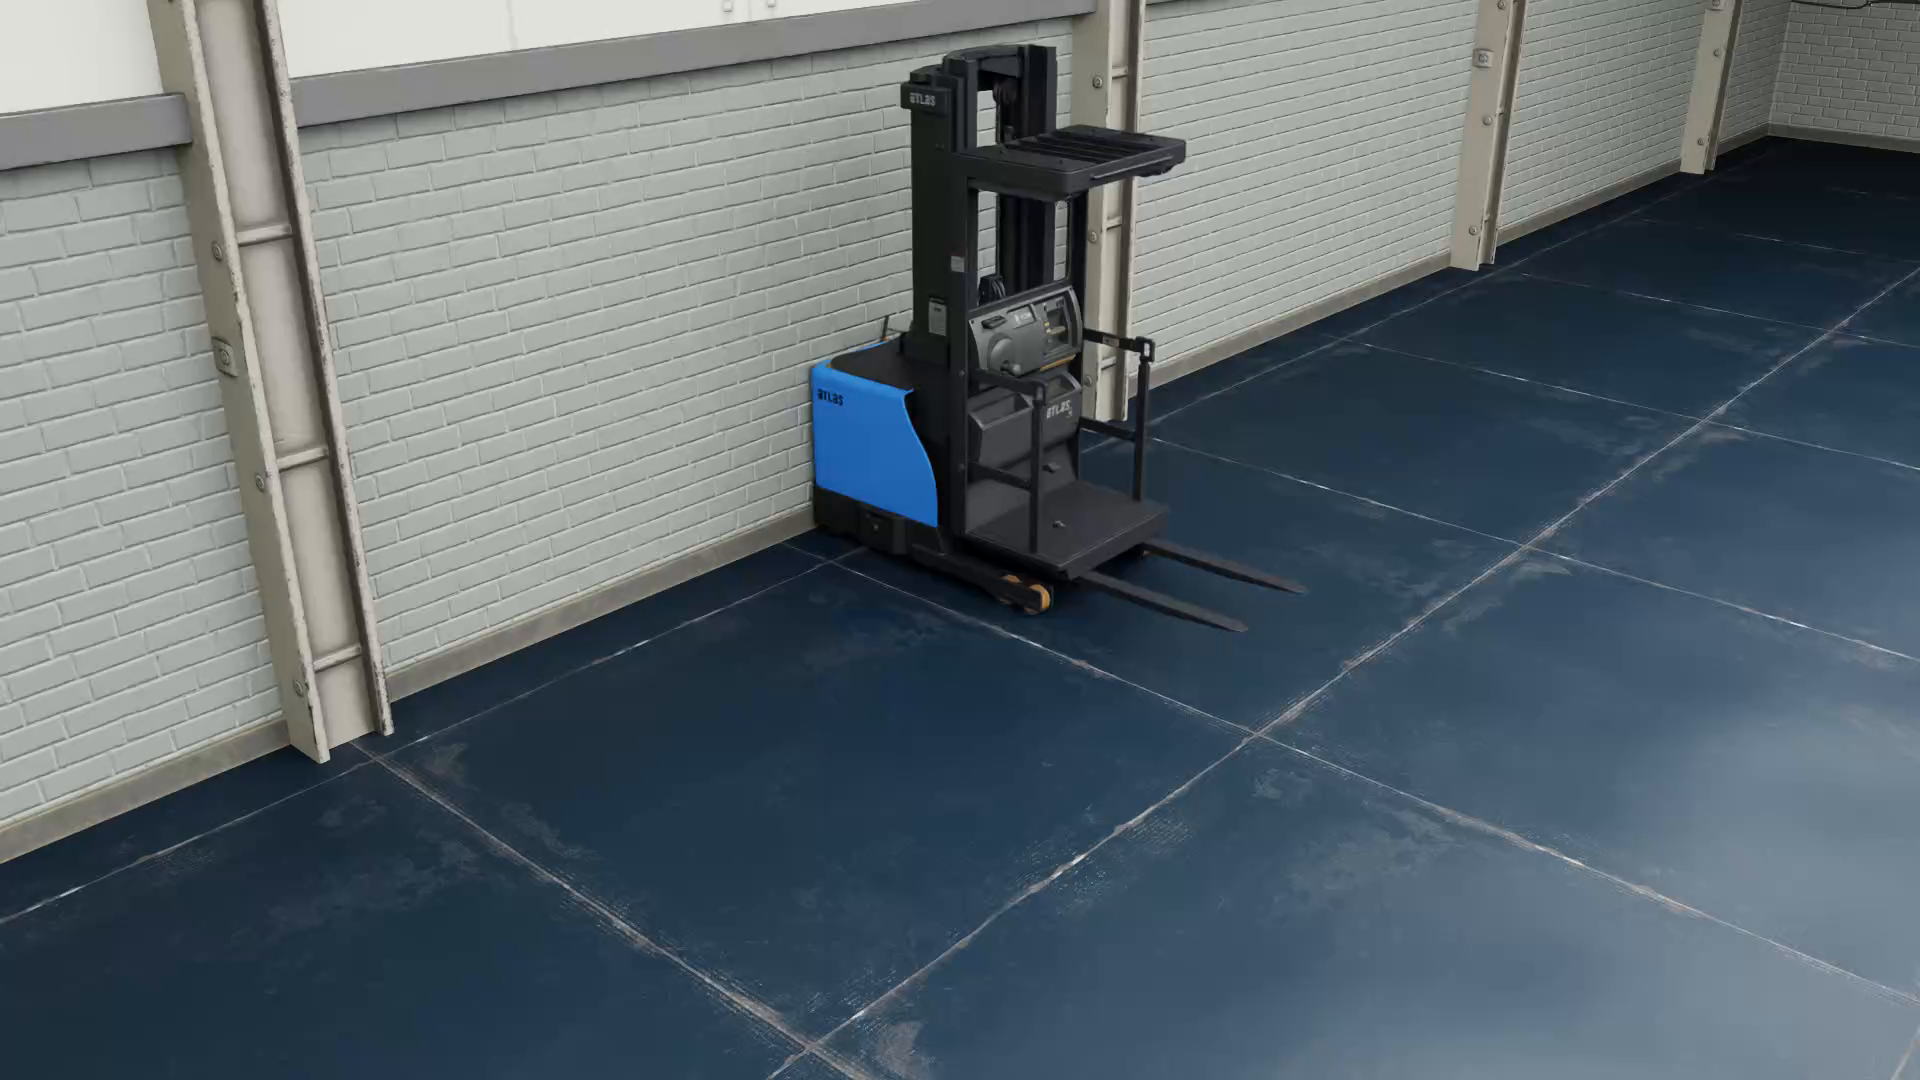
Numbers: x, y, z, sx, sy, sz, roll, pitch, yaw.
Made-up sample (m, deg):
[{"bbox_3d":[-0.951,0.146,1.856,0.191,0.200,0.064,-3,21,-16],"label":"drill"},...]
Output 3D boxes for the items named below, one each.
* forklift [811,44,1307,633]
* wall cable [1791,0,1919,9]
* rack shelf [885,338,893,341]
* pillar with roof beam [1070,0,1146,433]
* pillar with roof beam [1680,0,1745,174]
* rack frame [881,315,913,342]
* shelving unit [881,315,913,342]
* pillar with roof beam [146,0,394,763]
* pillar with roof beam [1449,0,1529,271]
[{"bbox_3d":[0.536,-1.164,9.264,3.031,2.935,1.130,19,31,36],"label":"forklift"},{"bbox_3d":[11.947,-7.751,20.334,3.097,2.526,0.112,20,31,38],"label":"wall cable"},{"bbox_3d":[-0.253,-1.176,10.549,0.258,0.148,0.480,17,10,39],"label":"rack shelf"},{"bbox_3d":[4.193,-3.800,7.726,9.100,9.000,0.400,20,31,38],"label":"pillar with roof beam"},{"bbox_3d":[12.202,-7.456,15.880,9.100,9.000,0.400,20,31,38],"label":"pillar with roof beam"},{"bbox_3d":[-0.485,-0.798,10.416,0.240,1.200,0.015,17,10,39],"label":"rack frame"},{"bbox_3d":[-0.327,-0.794,10.602,0.258,1.200,0.503,17,10,39],"label":"shelving unit"},{"bbox_3d":[0.188,-1.972,3.649,9.100,9.000,0.400,20,31,38],"label":"pillar with roof beam"},{"bbox_3d":[8.197,-5.628,11.803,9.100,9.000,0.400,20,31,38],"label":"pillar with roof beam"}]
